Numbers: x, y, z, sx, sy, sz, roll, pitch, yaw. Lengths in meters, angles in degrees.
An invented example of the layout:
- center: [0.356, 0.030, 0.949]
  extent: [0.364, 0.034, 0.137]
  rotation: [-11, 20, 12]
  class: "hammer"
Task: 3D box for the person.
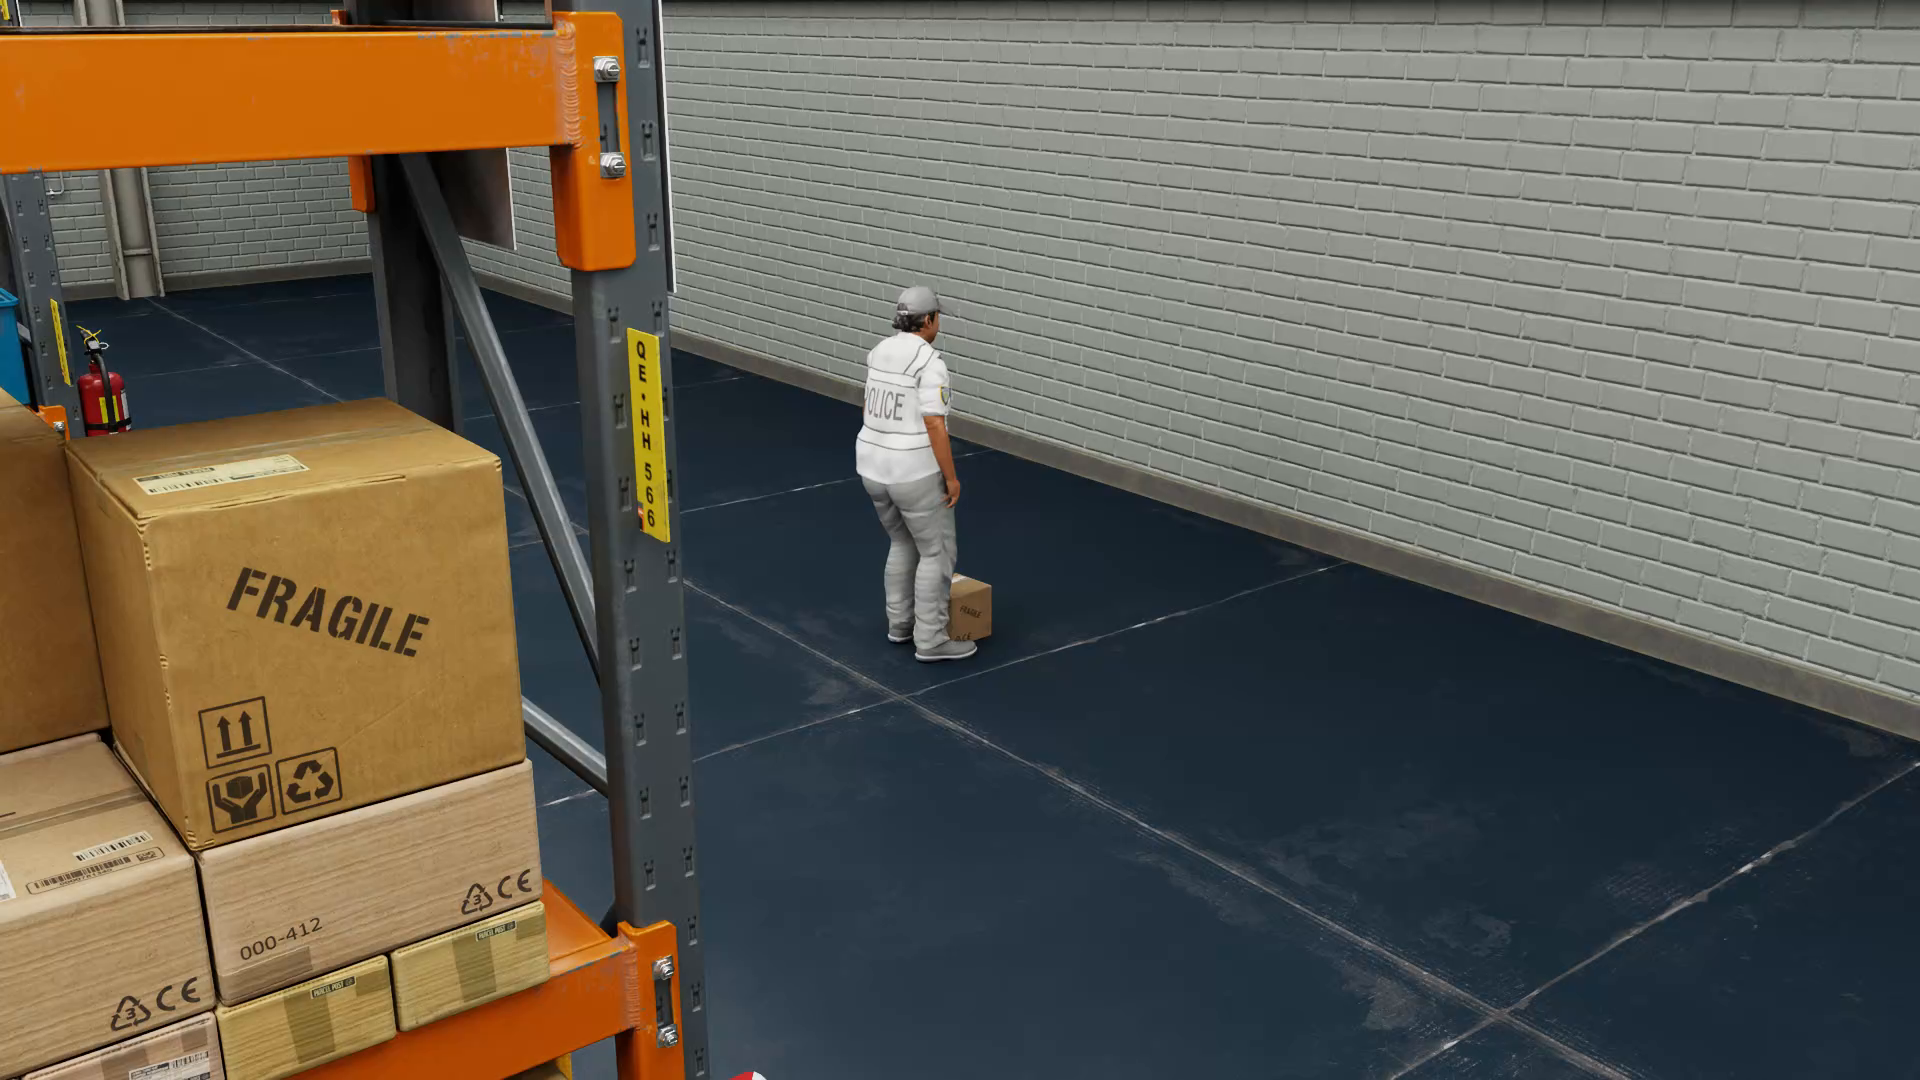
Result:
- center: [-0.198, -0.303, 7.484]
  extent: [0.463, 1.667, 0.563]
  rotation: [-15, 23, -39]
  class: "person"
